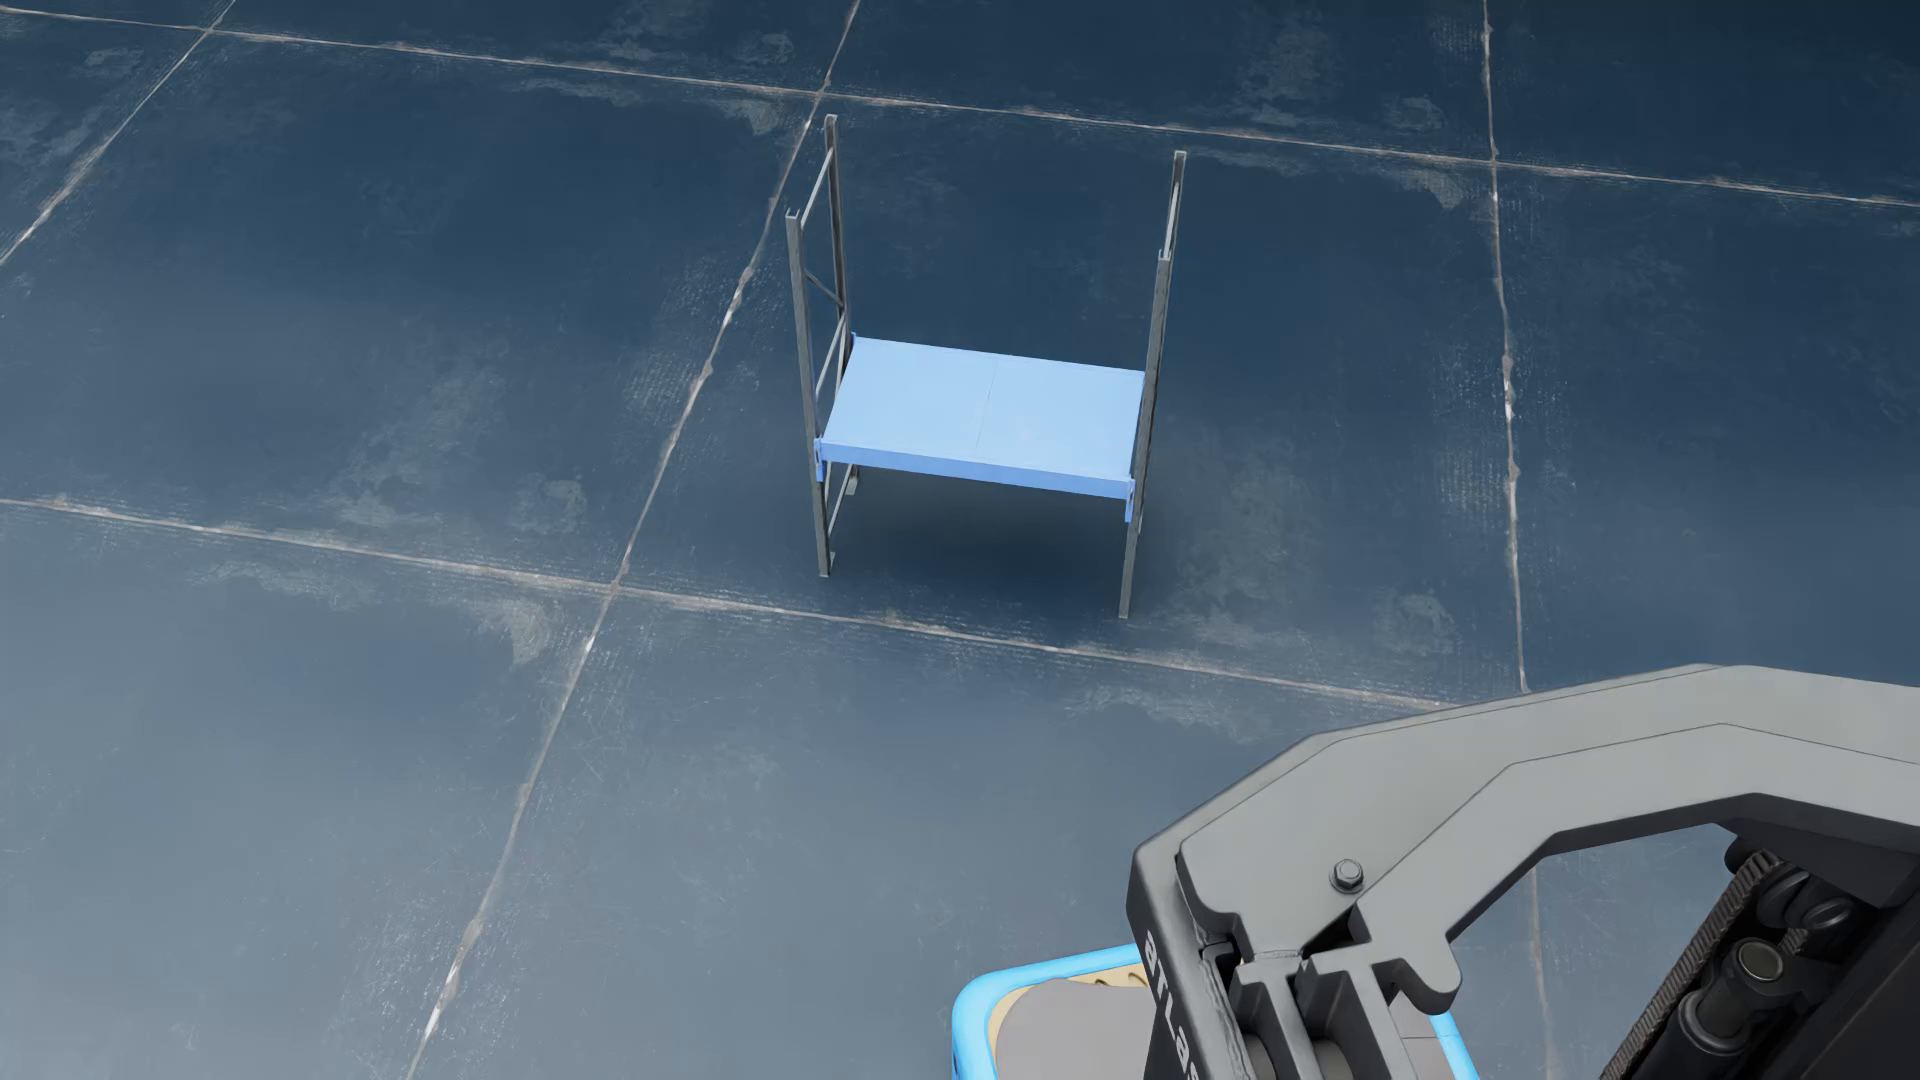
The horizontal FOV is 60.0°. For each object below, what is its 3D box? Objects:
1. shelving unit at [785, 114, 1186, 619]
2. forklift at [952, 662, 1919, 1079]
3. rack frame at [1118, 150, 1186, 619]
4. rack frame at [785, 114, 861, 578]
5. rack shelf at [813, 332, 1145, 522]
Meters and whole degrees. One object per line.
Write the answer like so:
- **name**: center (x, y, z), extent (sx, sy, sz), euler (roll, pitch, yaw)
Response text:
- **shelving unit**: center (0.084, -0.490, 5.182), extent (1.048, 1.500, 0.538), euler (8, 49, 7)
- **forklift**: center (0.786, 1.657, 2.291), extent (1.130, 2.935, 3.031), euler (-9, 49, -8)
- **rack frame**: center (0.584, -0.423, 5.122), extent (0.032, 1.500, 0.500), euler (8, 49, 7)
- **rack frame**: center (-0.416, -0.557, 5.242), extent (0.032, 1.500, 0.500), euler (8, 49, 7)
- **rack shelf**: center (0.084, -0.370, 5.316), extent (1.000, 0.185, 0.538), euler (8, 49, 7)
